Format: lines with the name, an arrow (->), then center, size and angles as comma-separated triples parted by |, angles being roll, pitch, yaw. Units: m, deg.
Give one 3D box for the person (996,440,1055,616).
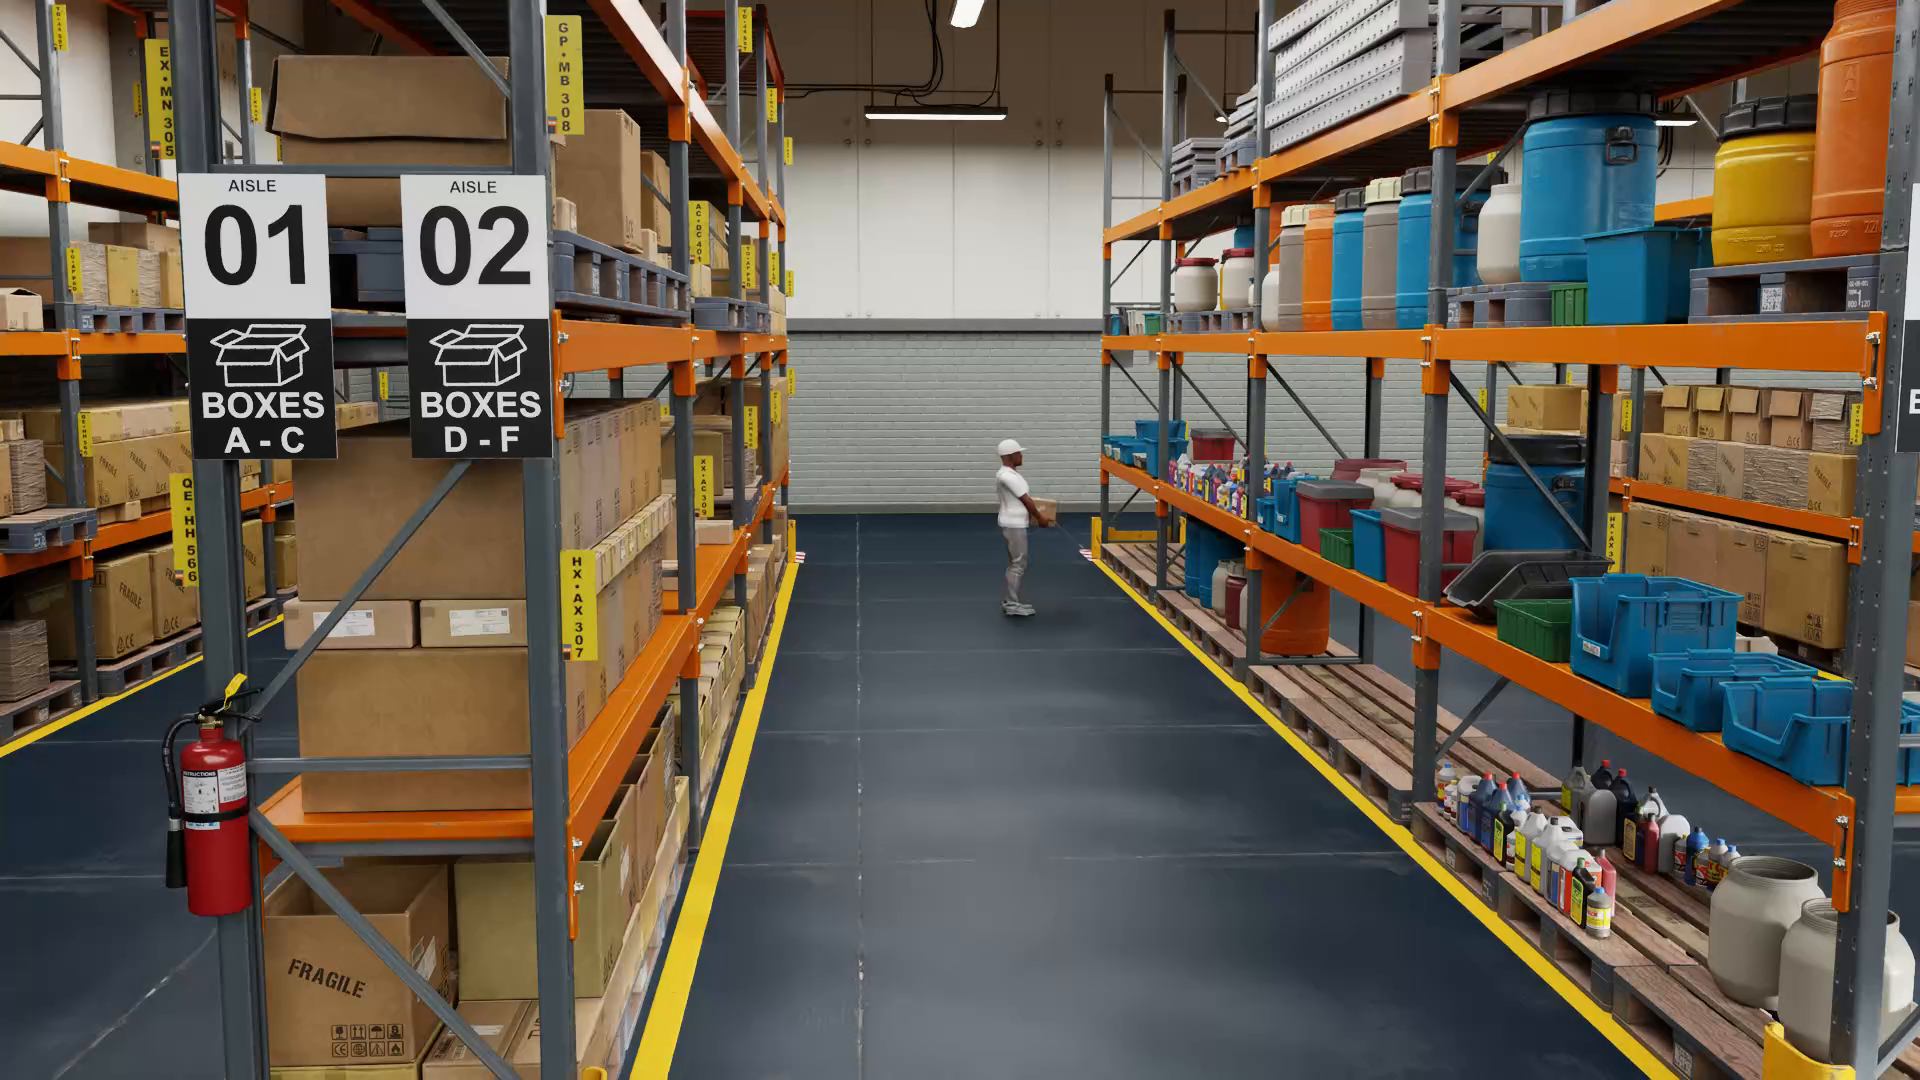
person -> 0.650, -0.133, 16.784 | 0.586, 1.760, 0.503 | 0, 7, -3
